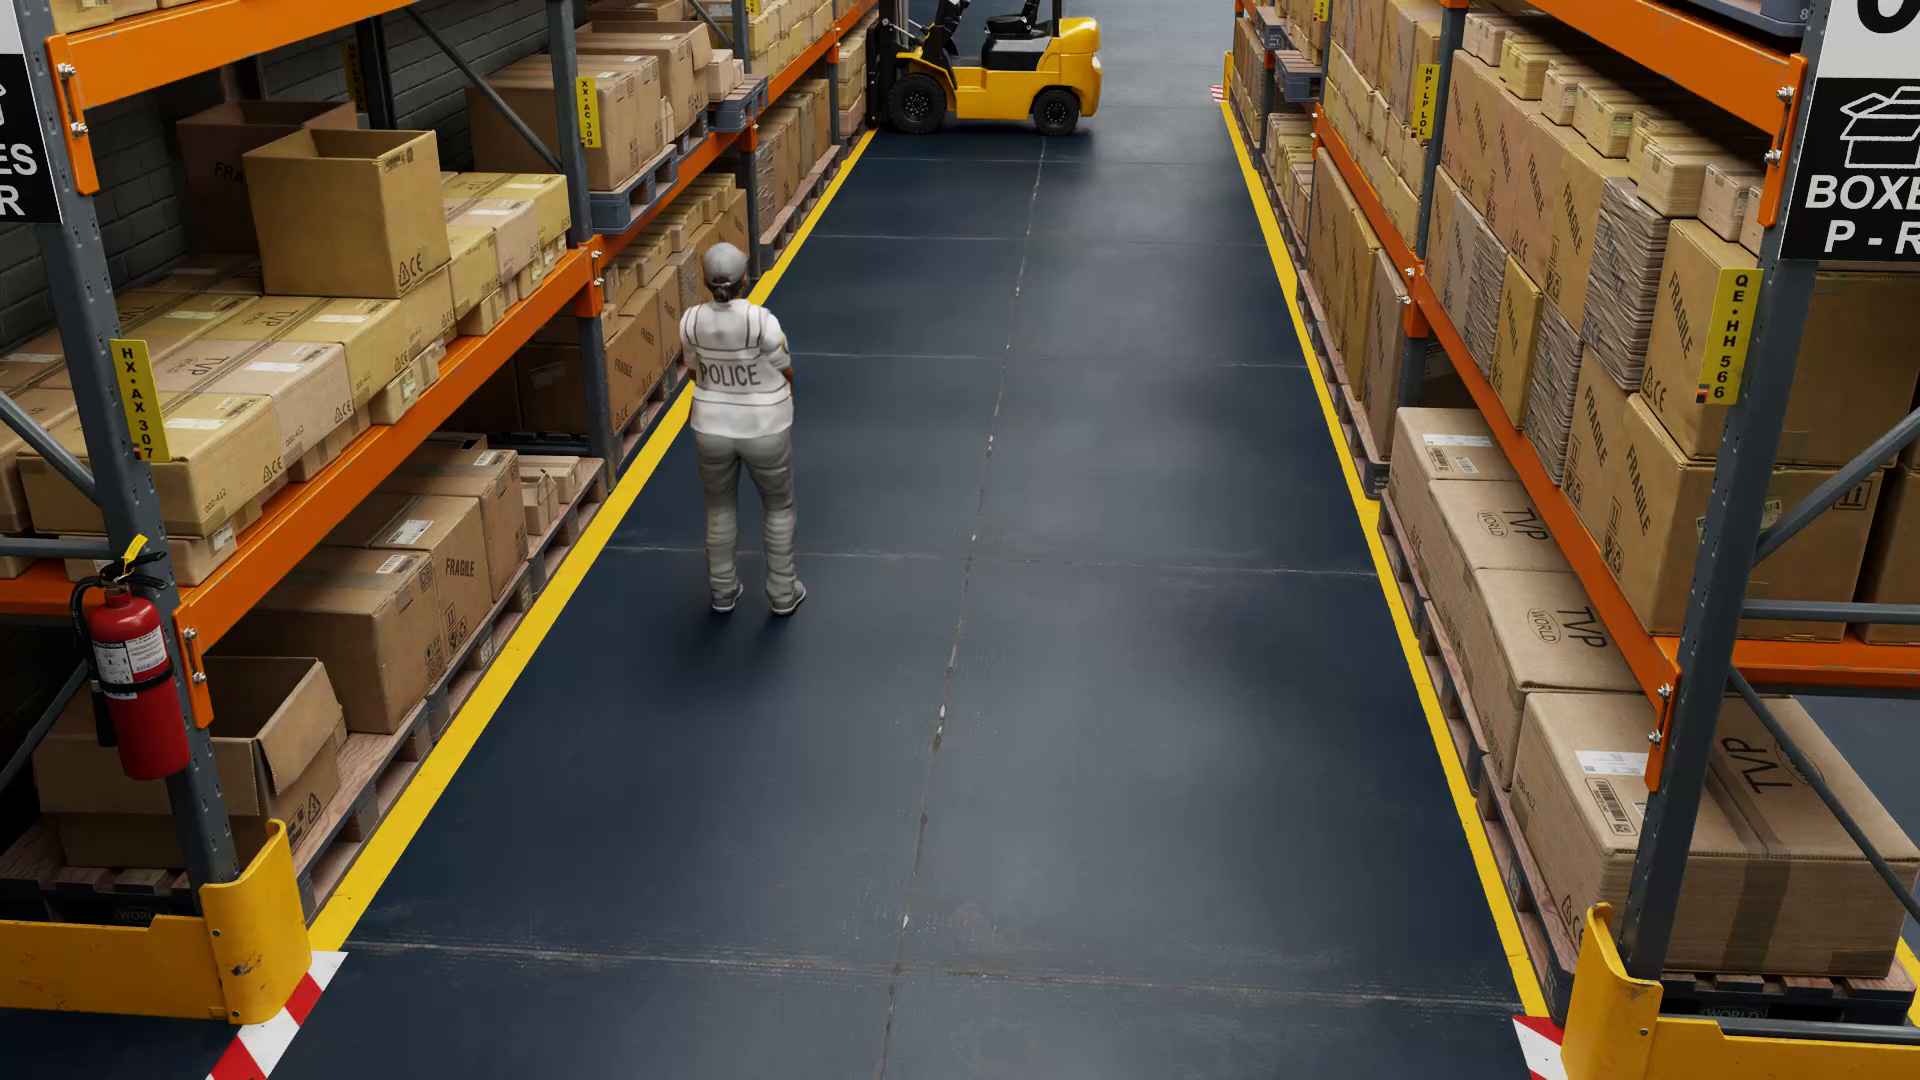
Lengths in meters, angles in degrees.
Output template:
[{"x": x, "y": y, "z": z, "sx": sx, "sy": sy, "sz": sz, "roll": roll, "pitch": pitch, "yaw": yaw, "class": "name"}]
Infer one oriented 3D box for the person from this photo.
[{"x": -0.923, "y": -0.490, "z": 7.169, "sx": 0.457, "sy": 1.662, "sz": 0.532, "roll": 4, "pitch": 25, "yaw": 9, "class": "person"}]
